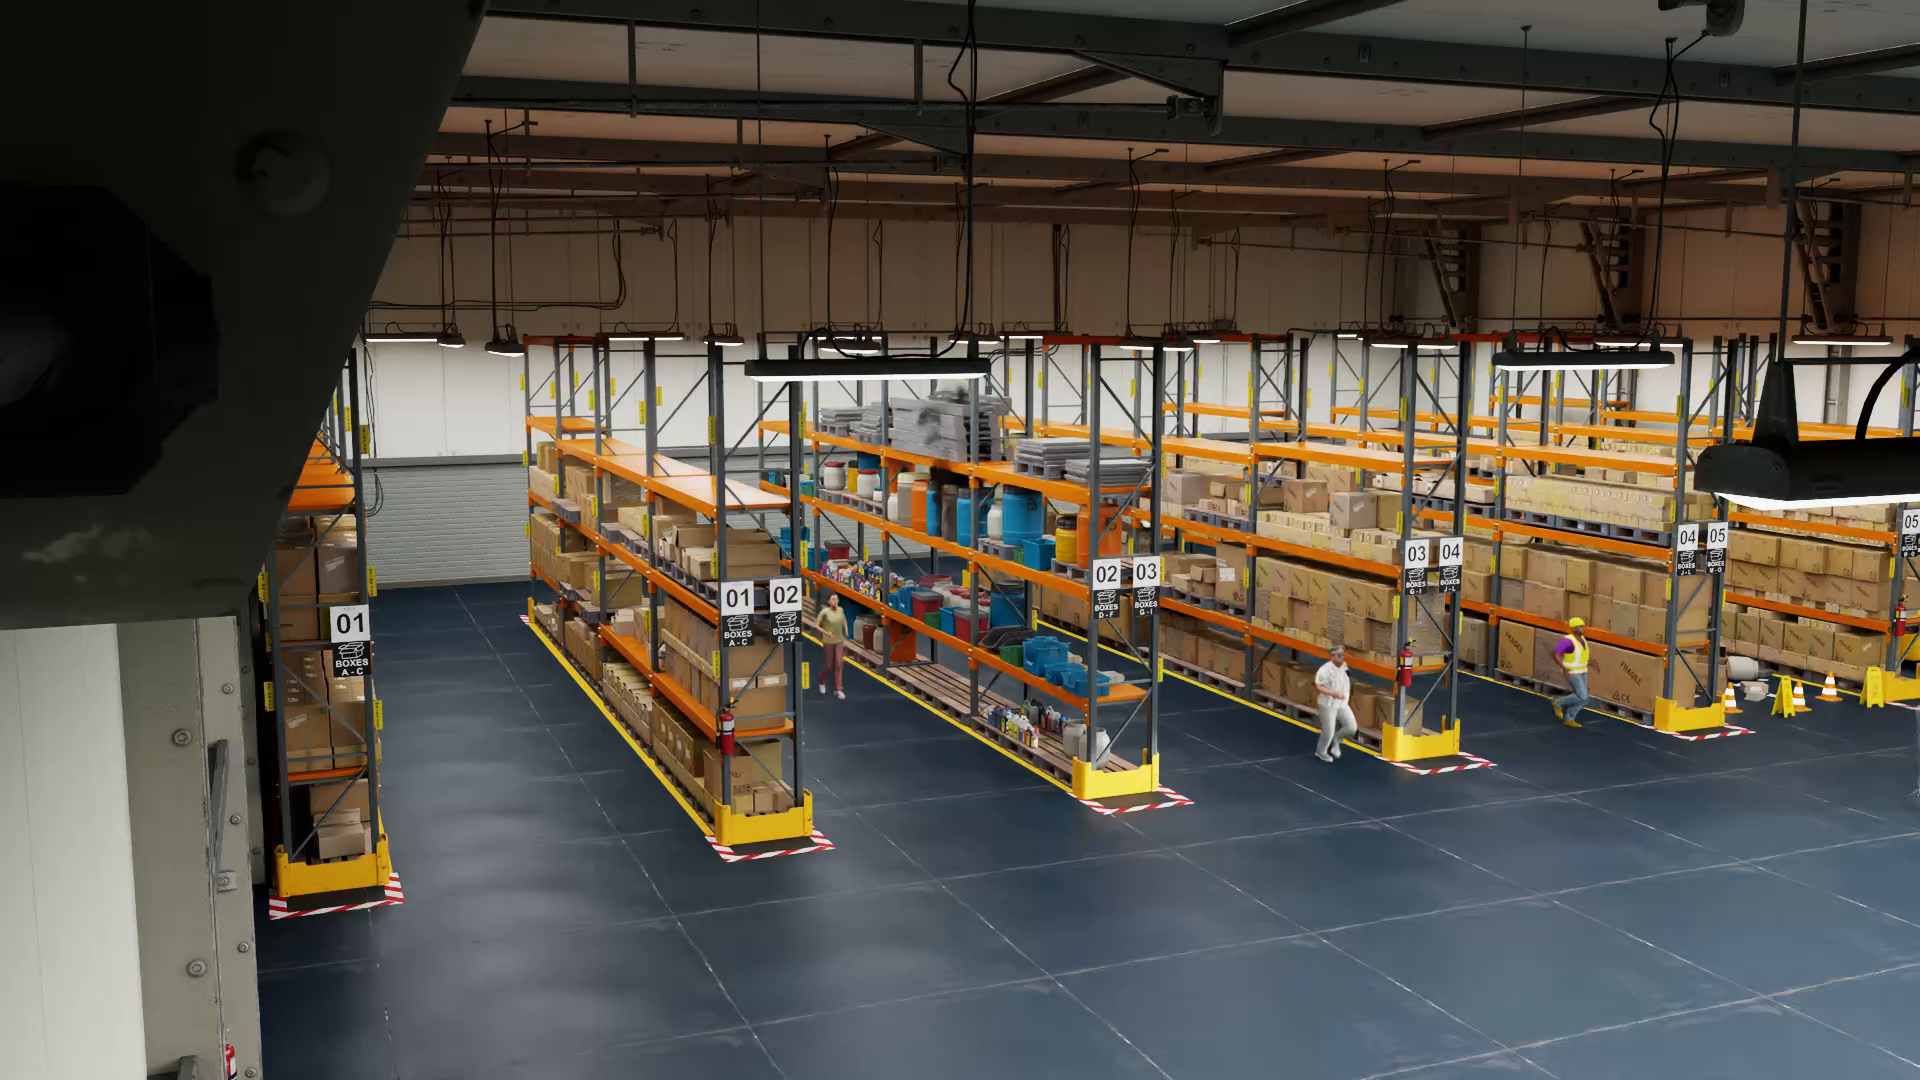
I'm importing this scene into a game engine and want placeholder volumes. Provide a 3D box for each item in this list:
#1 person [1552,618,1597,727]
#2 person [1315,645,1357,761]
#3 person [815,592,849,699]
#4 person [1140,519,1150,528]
[{"bbox_3d":[9.560,2.055,25.834,0.685,1.714,0.577,-6,10,-39],"label":"person"},{"bbox_3d":[5.367,2.329,23.716,0.676,1.730,0.701,-4,8,-25],"label":"person"},{"bbox_3d":[-2.046,1.665,26.757,0.600,1.689,0.765,-4,9,-30],"label":"person"},{"bbox_3d":[4.447,0.036,41.411,0.526,1.614,0.640,-4,9,-27],"label":"person"}]
